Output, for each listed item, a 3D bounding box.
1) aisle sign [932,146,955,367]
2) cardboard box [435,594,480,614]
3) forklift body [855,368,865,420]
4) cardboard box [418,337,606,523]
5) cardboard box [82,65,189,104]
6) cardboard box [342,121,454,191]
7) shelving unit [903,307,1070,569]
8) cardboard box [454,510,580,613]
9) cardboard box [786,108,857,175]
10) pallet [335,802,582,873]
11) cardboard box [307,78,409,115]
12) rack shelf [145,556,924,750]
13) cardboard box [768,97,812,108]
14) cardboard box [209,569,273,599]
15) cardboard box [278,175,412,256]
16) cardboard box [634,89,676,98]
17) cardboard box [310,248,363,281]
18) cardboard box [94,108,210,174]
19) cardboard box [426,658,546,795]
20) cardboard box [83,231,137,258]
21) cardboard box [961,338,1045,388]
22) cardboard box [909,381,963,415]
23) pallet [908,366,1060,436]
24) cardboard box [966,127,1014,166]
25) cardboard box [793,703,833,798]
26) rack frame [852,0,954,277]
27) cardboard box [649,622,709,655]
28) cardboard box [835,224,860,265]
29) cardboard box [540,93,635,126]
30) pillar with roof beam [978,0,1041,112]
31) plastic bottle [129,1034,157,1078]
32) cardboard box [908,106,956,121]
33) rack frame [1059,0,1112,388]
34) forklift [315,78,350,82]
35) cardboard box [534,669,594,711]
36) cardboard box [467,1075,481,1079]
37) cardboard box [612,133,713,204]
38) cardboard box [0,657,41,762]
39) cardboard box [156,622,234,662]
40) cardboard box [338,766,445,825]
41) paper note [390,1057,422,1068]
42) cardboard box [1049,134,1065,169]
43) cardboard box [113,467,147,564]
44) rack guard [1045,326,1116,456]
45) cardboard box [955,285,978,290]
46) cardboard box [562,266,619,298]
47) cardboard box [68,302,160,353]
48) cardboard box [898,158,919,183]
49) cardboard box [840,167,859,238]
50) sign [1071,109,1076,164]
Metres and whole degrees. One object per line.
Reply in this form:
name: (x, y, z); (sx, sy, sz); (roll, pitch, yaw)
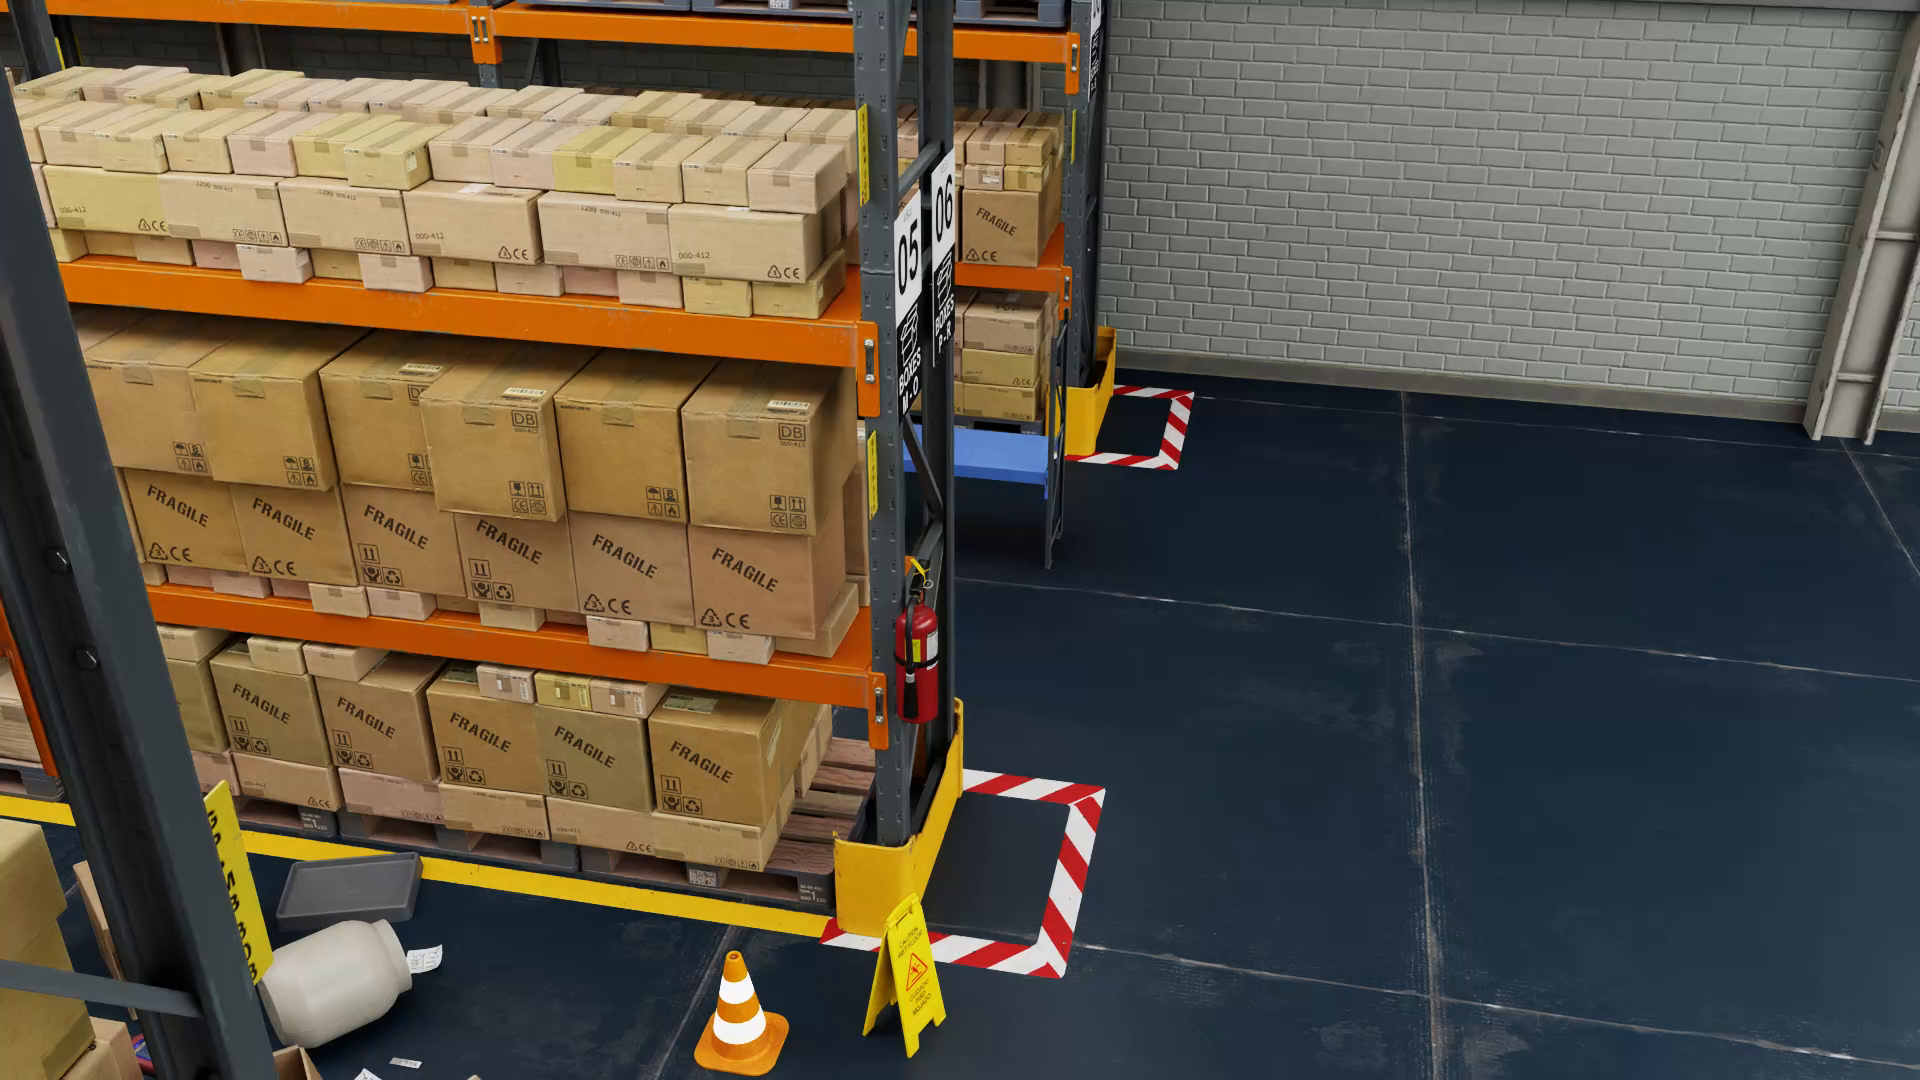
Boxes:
aisle sign: (-0.064, -1.132, 6.649); (0.004, 0.787, 0.394); (6, 29, 11)
cardboard box: (-2.090, 0.158, 7.261); (0.250, 0.149, 0.380); (6, 29, 11)
forklift body: (-1.392, -1.145, 10.264); (1.214, 2.155, 2.313); (6, 29, 11)
cardboard box: (-1.748, -0.471, 6.694); (0.500, 0.500, 0.700); (6, 29, 10)
cardboard box: (-3.475, -1.889, 7.047); (0.250, 0.149, 0.380); (5, 29, 9)
cardboard box: (-2.088, -1.441, 6.228); (0.250, 0.149, 0.380); (7, 29, 12)
shelving unit: (0.083, -0.649, 10.036); (1.048, 1.500, 0.538); (6, 29, 11)
cardboard box: (-1.755, -0.056, 6.977); (0.500, 0.500, 0.500); (6, 29, 10)
cardboard box: (-0.494, -1.539, 6.407); (0.250, 0.149, 0.380); (6, 29, 10)
pallet: (-2.240, 1.142, 8.107); (1.213, 0.211, 1.003); (6, 29, 11)
cardboard box: (-2.463, -1.781, 6.849); (0.250, 0.149, 0.380); (6, 29, 11)
rack shelf: (-2.145, 0.263, 7.558); (4.000, 0.370, 1.077); (6, 29, 11)
cardboard box: (-1.206, -2.970, 11.624); (0.250, 0.149, 0.380); (7, 29, 12)
cardboard box: (-3.101, 0.093, 7.379); (0.250, 0.149, 0.380); (7, 29, 12)
cardboard box: (-2.240, -1.308, 6.400); (0.500, 0.250, 0.500); (6, 29, 11)
cardboard box: (-2.194, -3.089, 11.841); (0.250, 0.149, 0.380); (6, 29, 10)
cardboard box: (-2.337, -1.157, 6.540); (0.250, 0.149, 0.380); (6, 29, 11)
cardboard box: (-3.093, -1.542, 6.413); (0.250, 0.149, 0.380); (6, 29, 10)
cardboard box: (-2.030, 0.778, 7.512); (0.500, 0.500, 0.500); (5, 29, 9)
cardboard box: (-3.338, -1.287, 6.777); (0.250, 0.149, 0.380); (6, 29, 11)
cardboard box: (0.302, -1.283, 11.538); (0.500, 0.250, 0.500); (5, 29, 10)
cardboard box: (-0.166, -1.115, 11.751); (0.500, 0.250, 0.500); (6, 29, 11)
pallet: (0.087, -1.018, 12.051); (1.213, 0.211, 1.003); (6, 29, 11)
cardboard box: (0.202, -2.590, 10.929); (0.250, 0.149, 0.380); (6, 29, 11)
cardboard box: (-0.920, 0.959, 7.963); (0.500, 0.250, 0.500); (6, 29, 10)
rack frame: (-0.189, -2.484, 5.578); (0.127, 3.000, 1.000); (6, 29, 11)
cardboard box: (-1.117, 0.312, 6.981); (0.250, 0.149, 0.380); (5, 29, 10)
cardboard box: (-0.446, -1.244, 6.698); (0.250, 0.149, 0.380); (6, 29, 11)
cardboard box: (-1.468, -1.651, 6.612); (0.250, 0.149, 0.380); (6, 29, 10)
pillar with roof beam: (-0.548, -3.287, 7.045); (0.400, 9.000, 9.100); (6, 29, 11)
plastic bottle: (-3.231, 2.046, 6.612); (0.283, 0.061, 0.133); (11, 31, 19)
cardboard box: (-0.189, -2.870, 11.442); (0.250, 0.149, 0.380); (6, 29, 11)
rack frame: (0.844, -2.184, 11.277); (0.127, 3.000, 1.000); (6, 29, 11)
forklift: (-3.465, -0.839, 8.892); (1.130, 2.935, 3.031); (20, 35, 32)
cardboard box: (-1.645, 0.566, 7.224); (0.250, 0.149, 0.380); (6, 29, 11)
cardboard box: (-1.892, 2.215, 6.211); (0.250, 0.149, 0.380); (23, 36, 36)
cardboard box: (-1.079, -1.364, 6.087); (0.250, 0.149, 0.380); (6, 29, 10)
cardboard box: (-4.615, 0.664, 8.376); (0.625, 0.372, 0.950); (6, 29, 11)
cardboard box: (-3.471, 0.382, 7.561); (0.250, 0.149, 0.380); (6, 29, 11)
cardboard box: (-2.537, 1.055, 7.788); (0.500, 0.250, 0.500); (5, 29, 10)
paper note: (-2.203, 2.077, 6.607); (0.123, 0.001, 0.032); (6, 29, 11)
cardboard box: (0.566, -2.668, 11.382); (0.250, 0.149, 0.380); (5, 29, 9)
cardboard box: (-3.729, -0.253, 7.336); (0.500, 0.500, 0.500); (6, 29, 10)
rack guard: (0.867, -1.085, 11.873); (0.348, 0.500, 1.175); (6, 29, 11)
cardboard box: (-0.076, -1.786, 11.936); (0.500, 0.250, 0.500); (6, 29, 11)
cardboard box: (-1.333, -1.071, 6.383); (0.250, 0.149, 0.380); (6, 29, 11)
cardboard box: (-3.716, -0.720, 7.149); (0.500, 0.500, 0.700); (6, 29, 10)
cardboard box: (-0.291, -2.512, 11.097); (0.250, 0.149, 0.380); (6, 29, 10)
cardboard box: (-0.625, -1.408, 6.584); (0.500, 0.250, 0.500); (5, 29, 10)
sign: (0.717, -2.542, 10.479); (0.005, 0.325, 0.100); (6, 29, 11)
